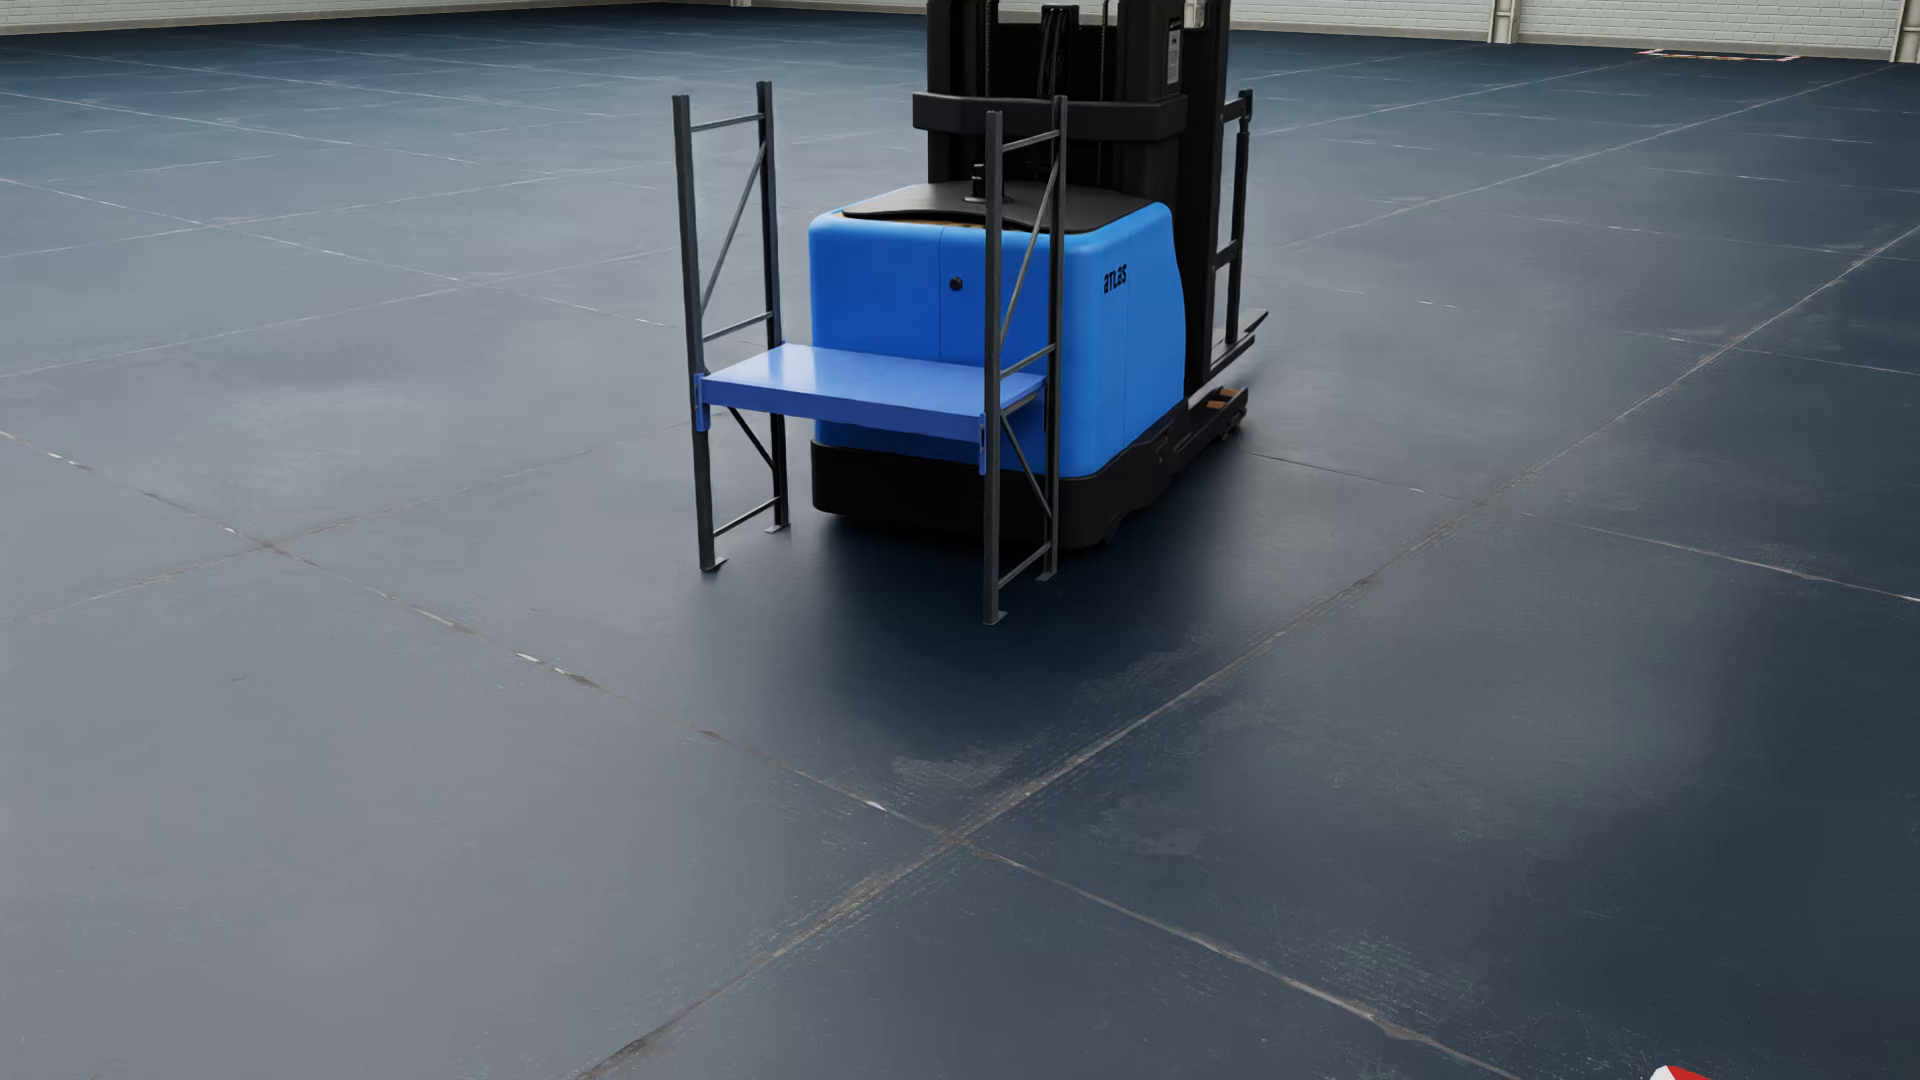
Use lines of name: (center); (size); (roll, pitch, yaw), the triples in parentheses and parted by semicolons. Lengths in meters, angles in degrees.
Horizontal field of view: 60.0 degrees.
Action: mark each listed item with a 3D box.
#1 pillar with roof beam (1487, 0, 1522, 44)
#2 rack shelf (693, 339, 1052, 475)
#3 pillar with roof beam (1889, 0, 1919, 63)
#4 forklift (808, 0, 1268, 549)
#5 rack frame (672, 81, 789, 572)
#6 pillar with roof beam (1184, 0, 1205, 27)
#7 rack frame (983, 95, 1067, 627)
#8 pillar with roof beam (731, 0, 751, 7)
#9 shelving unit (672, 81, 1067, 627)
pillar with roof beam: (6.222, -11.235, 22.708); (0.400, 9.000, 9.100); (16, 26, 36)
rack shelf: (-0.265, -0.432, 5.198); (1.000, 0.185, 0.538); (10, 23, 24)
pillar with roof beam: (10.871, -9.896, 19.158); (0.400, 9.000, 9.100); (16, 26, 36)
forklift: (0.547, -1.825, 6.354); (1.130, 2.935, 3.031); (9, 22, 22)
rack frame: (-0.721, -0.679, 5.343); (0.032, 1.500, 0.500); (10, 23, 24)
pillar with roof beam: (1.574, -12.574, 26.258); (0.400, 9.000, 9.100); (16, 26, 36)
rack frame: (0.192, -0.521, 4.925); (0.032, 1.500, 0.500); (10, 23, 24)
pillar with roof beam: (-7.723, -15.251, 33.357); (0.400, 9.000, 9.100); (16, 26, 36)
shelving unit: (-0.265, -0.600, 5.134); (1.048, 1.500, 0.538); (10, 23, 24)
